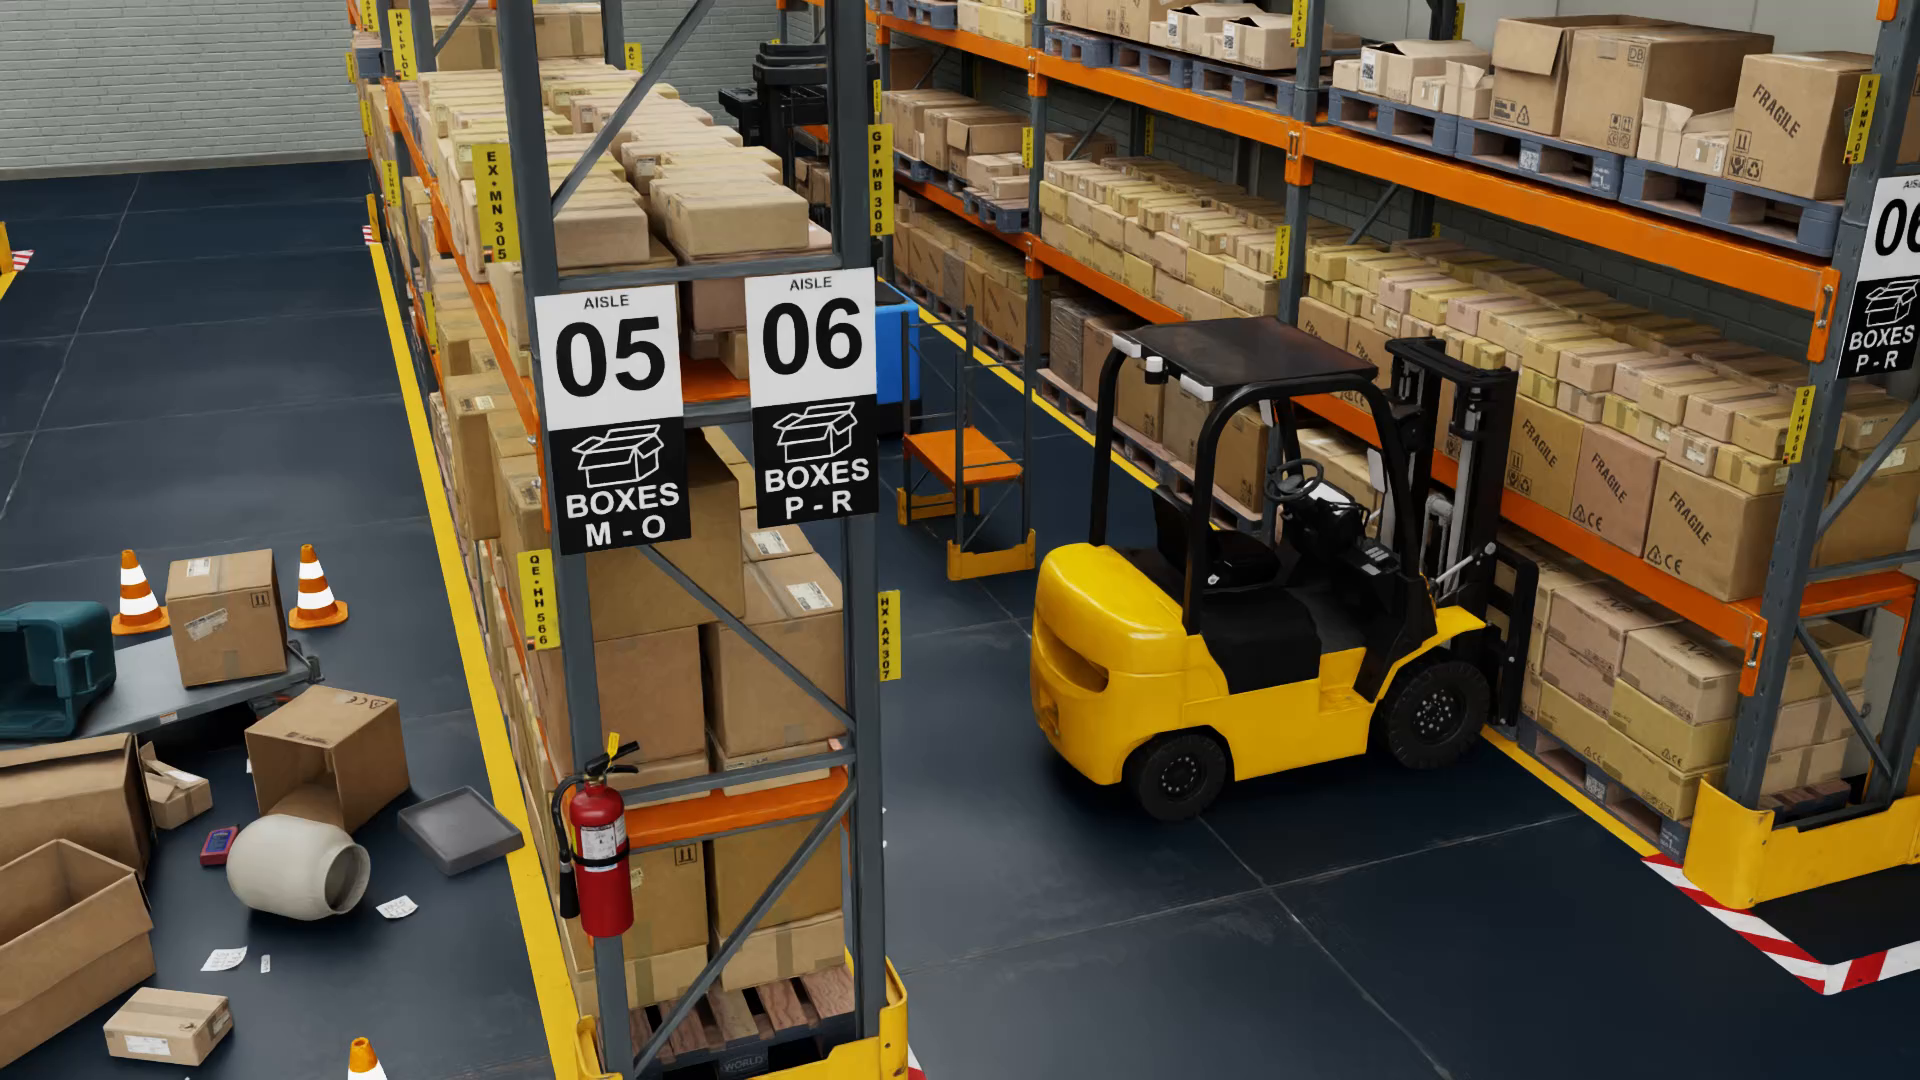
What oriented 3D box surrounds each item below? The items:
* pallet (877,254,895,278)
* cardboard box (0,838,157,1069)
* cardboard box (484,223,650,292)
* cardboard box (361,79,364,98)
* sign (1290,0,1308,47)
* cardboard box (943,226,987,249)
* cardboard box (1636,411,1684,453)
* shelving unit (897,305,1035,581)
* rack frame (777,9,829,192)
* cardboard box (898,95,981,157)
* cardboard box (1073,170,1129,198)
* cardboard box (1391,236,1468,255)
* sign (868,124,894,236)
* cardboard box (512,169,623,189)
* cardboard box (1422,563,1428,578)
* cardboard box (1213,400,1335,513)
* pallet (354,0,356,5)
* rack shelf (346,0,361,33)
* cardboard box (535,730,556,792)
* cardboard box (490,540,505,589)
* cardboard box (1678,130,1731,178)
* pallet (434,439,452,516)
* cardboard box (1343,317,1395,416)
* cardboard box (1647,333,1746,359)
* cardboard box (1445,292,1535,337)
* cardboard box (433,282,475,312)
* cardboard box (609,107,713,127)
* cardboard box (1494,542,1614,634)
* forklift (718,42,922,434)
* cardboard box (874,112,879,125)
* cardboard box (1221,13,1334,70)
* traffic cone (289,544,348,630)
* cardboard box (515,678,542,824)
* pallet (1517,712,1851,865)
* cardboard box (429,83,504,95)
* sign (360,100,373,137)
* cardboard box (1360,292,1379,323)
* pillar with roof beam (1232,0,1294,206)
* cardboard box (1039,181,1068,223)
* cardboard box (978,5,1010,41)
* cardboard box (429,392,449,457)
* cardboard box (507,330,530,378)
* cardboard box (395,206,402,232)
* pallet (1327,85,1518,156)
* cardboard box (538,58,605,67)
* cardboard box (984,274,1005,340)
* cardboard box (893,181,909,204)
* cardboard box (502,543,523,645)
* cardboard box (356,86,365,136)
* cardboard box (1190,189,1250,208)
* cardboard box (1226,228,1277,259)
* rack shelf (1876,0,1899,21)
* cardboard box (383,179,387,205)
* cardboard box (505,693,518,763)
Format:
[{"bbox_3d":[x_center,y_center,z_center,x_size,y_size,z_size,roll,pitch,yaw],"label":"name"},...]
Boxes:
[{"bbox_3d":[-0.592,-3.214,18.603,1.003,0.211,1.213,-8,24,-19],"label":"pallet"},{"bbox_3d":[-3.742,1.653,6.680,0.637,0.503,0.797,12,26,27],"label":"cardboard box"},{"bbox_3d":[-1.350,-0.990,5.686,0.500,0.250,0.500,-9,24,-20],"label":"cardboard box"},{"bbox_3d":[-5.947,-4.759,17.264,0.500,0.500,0.500,-8,24,-19],"label":"cardboard box"},{"bbox_3d":[1.972,-3.030,9.643,0.100,0.325,0.005,-8,24,-19],"label":"sign"},{"bbox_3d":[0.048,-2.957,16.246,0.380,0.149,0.250,-7,24,-17],"label":"cardboard box"},{"bbox_3d":[3.352,-0.513,7.641,0.380,0.149,0.250,-8,24,-18],"label":"cardboard box"},{"bbox_3d":[0.027,-0.663,10.893,0.587,1.500,1.083,-8,24,-19],"label":"shelving unit"},{"bbox_3d":[-1.763,-5.702,20.917,1.000,3.000,0.127,-8,24,-19],"label":"rack frame"},{"bbox_3d":[-0.205,-4.094,16.432,0.700,0.500,0.500,-8,24,-18],"label":"cardboard box"},{"bbox_3d":[1.110,-2.798,13.062,0.380,0.149,0.250,-8,24,-18],"label":"cardboard box"},{"bbox_3d":[2.872,-1.750,10.192,0.380,0.149,0.250,-8,24,-19],"label":"cardboard box"},{"bbox_3d":[-0.246,-1.066,4.929,0.100,0.325,0.005,-8,24,-19],"label":"sign"},{"bbox_3d":[-1.311,-1.112,5.460,0.380,0.149,0.250,-9,24,-20],"label":"cardboard box"},{"bbox_3d":[2.882,0.270,9.104,0.500,0.250,0.500,-8,24,-19],"label":"cardboard box"},{"bbox_3d":[2.281,-0.629,11.398,0.875,0.625,0.625,-7,24,-17],"label":"cardboard box"},{"bbox_3d":[-5.699,-5.649,17.043,1.003,0.211,1.213,-8,24,-19],"label":"pallet"},{"bbox_3d":[-5.699,-5.344,17.131,1.077,0.370,4.000,-8,24,-19],"label":"rack shelf"},{"bbox_3d":[-1.473,0.843,6.586,0.380,0.149,0.250,-8,24,-17],"label":"cardboard box"},{"bbox_3d":[-1.912,0.081,7.520,0.380,0.149,0.250,-8,24,-19],"label":"cardboard box"},{"bbox_3d":[3.312,-1.654,7.105,0.380,0.149,0.250,-9,24,-21],"label":"cardboard box"},{"bbox_3d":[-3.305,-0.544,12.269,1.003,0.211,1.213,-8,24,-19],"label":"pallet"},{"bbox_3d":[2.588,-1.004,9.642,0.500,0.500,0.500,-8,24,-18],"label":"cardboard box"},{"bbox_3d":[3.613,-0.900,8.177,0.380,0.149,0.250,-8,24,-17],"label":"cardboard box"},{"bbox_3d":[2.840,-1.210,8.913,0.380,0.149,0.250,-8,24,-19],"label":"cardboard box"},{"bbox_3d":[-2.054,-0.925,7.784,0.700,0.500,0.500,-8,24,-19],"label":"cardboard box"},{"bbox_3d":[-1.213,-1.658,6.757,0.380,0.149,0.250,-8,24,-18],"label":"cardboard box"},{"bbox_3d":[3.061,0.233,8.548,0.500,0.250,0.500,-8,24,-18],"label":"cardboard box"},{"bbox_3d":[-1.310,-2.645,13.752,1.130,2.935,3.031,-9,24,-20],"label":"forklift"},{"bbox_3d":[-0.758,-4.468,17.800,0.500,0.250,0.500,-8,24,-18],"label":"cardboard box"},{"bbox_3d":[1.992,-3.152,10.451,0.500,0.311,0.500,-9,25,-21],"label":"cardboard box"},{"bbox_3d":[-3.914,0.251,10.059,0.336,0.463,0.334,-8,24,-19],"label":"traffic cone"},{"bbox_3d":[-1.639,0.893,7.304,0.500,0.500,0.500,-9,24,-20],"label":"cardboard box"},{"bbox_3d":[3.580,1.124,8.311,1.003,0.211,1.213,-8,24,-19],"label":"pallet"},{"bbox_3d":[-2.156,-1.947,7.441,0.380,0.149,0.250,-9,25,-21],"label":"cardboard box"},{"bbox_3d":[-5.511,-3.925,15.484,0.100,0.325,0.005,-8,24,-19],"label":"sign"},{"bbox_3d":[2.554,-1.350,9.628,0.380,0.149,0.250,-8,24,-19],"label":"cardboard box"},{"bbox_3d":[-1.661,-4.619,10.623,9.100,9.000,0.400,-8,24,-19],"label":"pillar with roof beam"},{"bbox_3d":[0.968,-2.759,13.482,0.500,0.250,0.500,-8,24,-19],"label":"cardboard box"},{"bbox_3d":[0.476,-4.444,14.264,0.500,0.250,0.500,-8,24,-19],"label":"cardboard box"},{"bbox_3d":[-3.389,-0.889,12.340,0.950,0.372,0.625,-10,25,-23],"label":"cardboard box"},{"bbox_3d":[-1.259,-0.650,5.391,0.380,0.149,0.250,-8,24,-19],"label":"cardboard box"},{"bbox_3d":[-4.173,-2.601,13.109,0.500,0.250,0.500,-9,24,-20],"label":"cardboard box"},{"bbox_3d":[2.802,-2.377,9.280,1.003,0.211,1.213,-8,24,-19],"label":"pallet"},{"bbox_3d":[-1.998,-2.434,8.952,0.500,0.250,0.500,-9,24,-20],"label":"cardboard box"},{"bbox_3d":[0.546,-2.145,15.154,0.500,0.500,0.500,-9,24,-20],"label":"cardboard box"},{"bbox_3d":[-1.003,-3.816,19.119,0.700,0.500,0.500,-9,25,-21],"label":"cardboard box"},{"bbox_3d":[-1.549,0.086,6.672,0.500,0.500,0.500,-8,24,-19],"label":"cardboard box"},{"bbox_3d":[-6.504,-4.852,18.771,0.500,0.500,0.500,-9,24,-19],"label":"cardboard box"},{"bbox_3d":[1.928,-2.495,12.343,0.380,0.149,0.250,-8,24,-17],"label":"cardboard box"},{"bbox_3d":[2.002,-1.968,11.094,0.380,0.149,0.250,-8,24,-19],"label":"cardboard box"},{"bbox_3d":[3.183,-2.864,7.900,1.077,0.370,4.000,-8,24,-19],"label":"rack shelf"},{"bbox_3d":[-4.900,-3.114,14.968,0.500,0.250,0.500,-9,24,-20],"label":"cardboard box"},{"bbox_3d":[-2.011,0.858,8.353,0.500,0.250,0.500,-7,24,-16],"label":"cardboard box"}]
